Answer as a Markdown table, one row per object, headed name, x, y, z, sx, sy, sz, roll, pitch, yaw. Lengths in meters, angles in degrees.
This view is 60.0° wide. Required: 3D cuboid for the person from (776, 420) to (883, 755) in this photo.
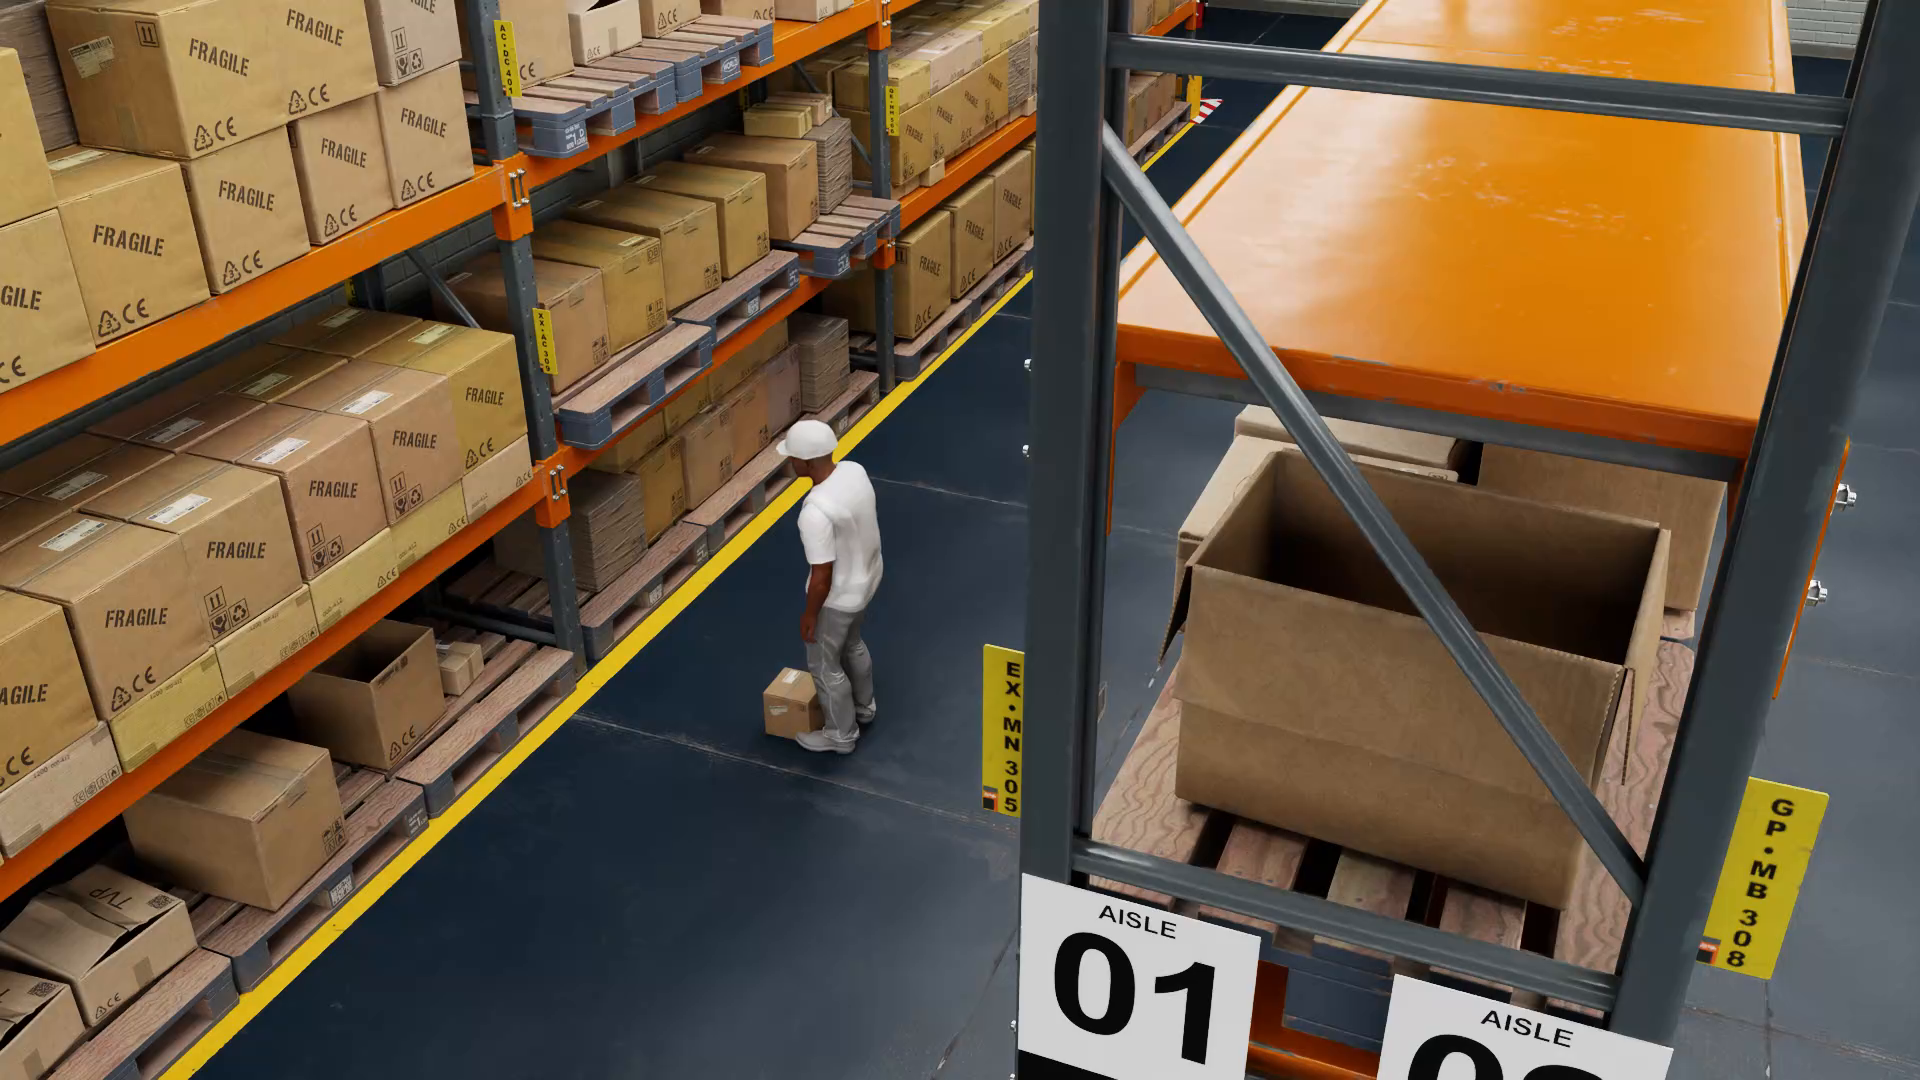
| name | x | y | z | sx | sy | sz | roll | pitch | yaw |
| --- | --- | --- | --- | --- | --- | --- | --- | --- | --- |
| person | -0.613 | 0.221 | 7.990 | 0.460 | 1.759 | 0.629 | 10 | 31 | 16 |
